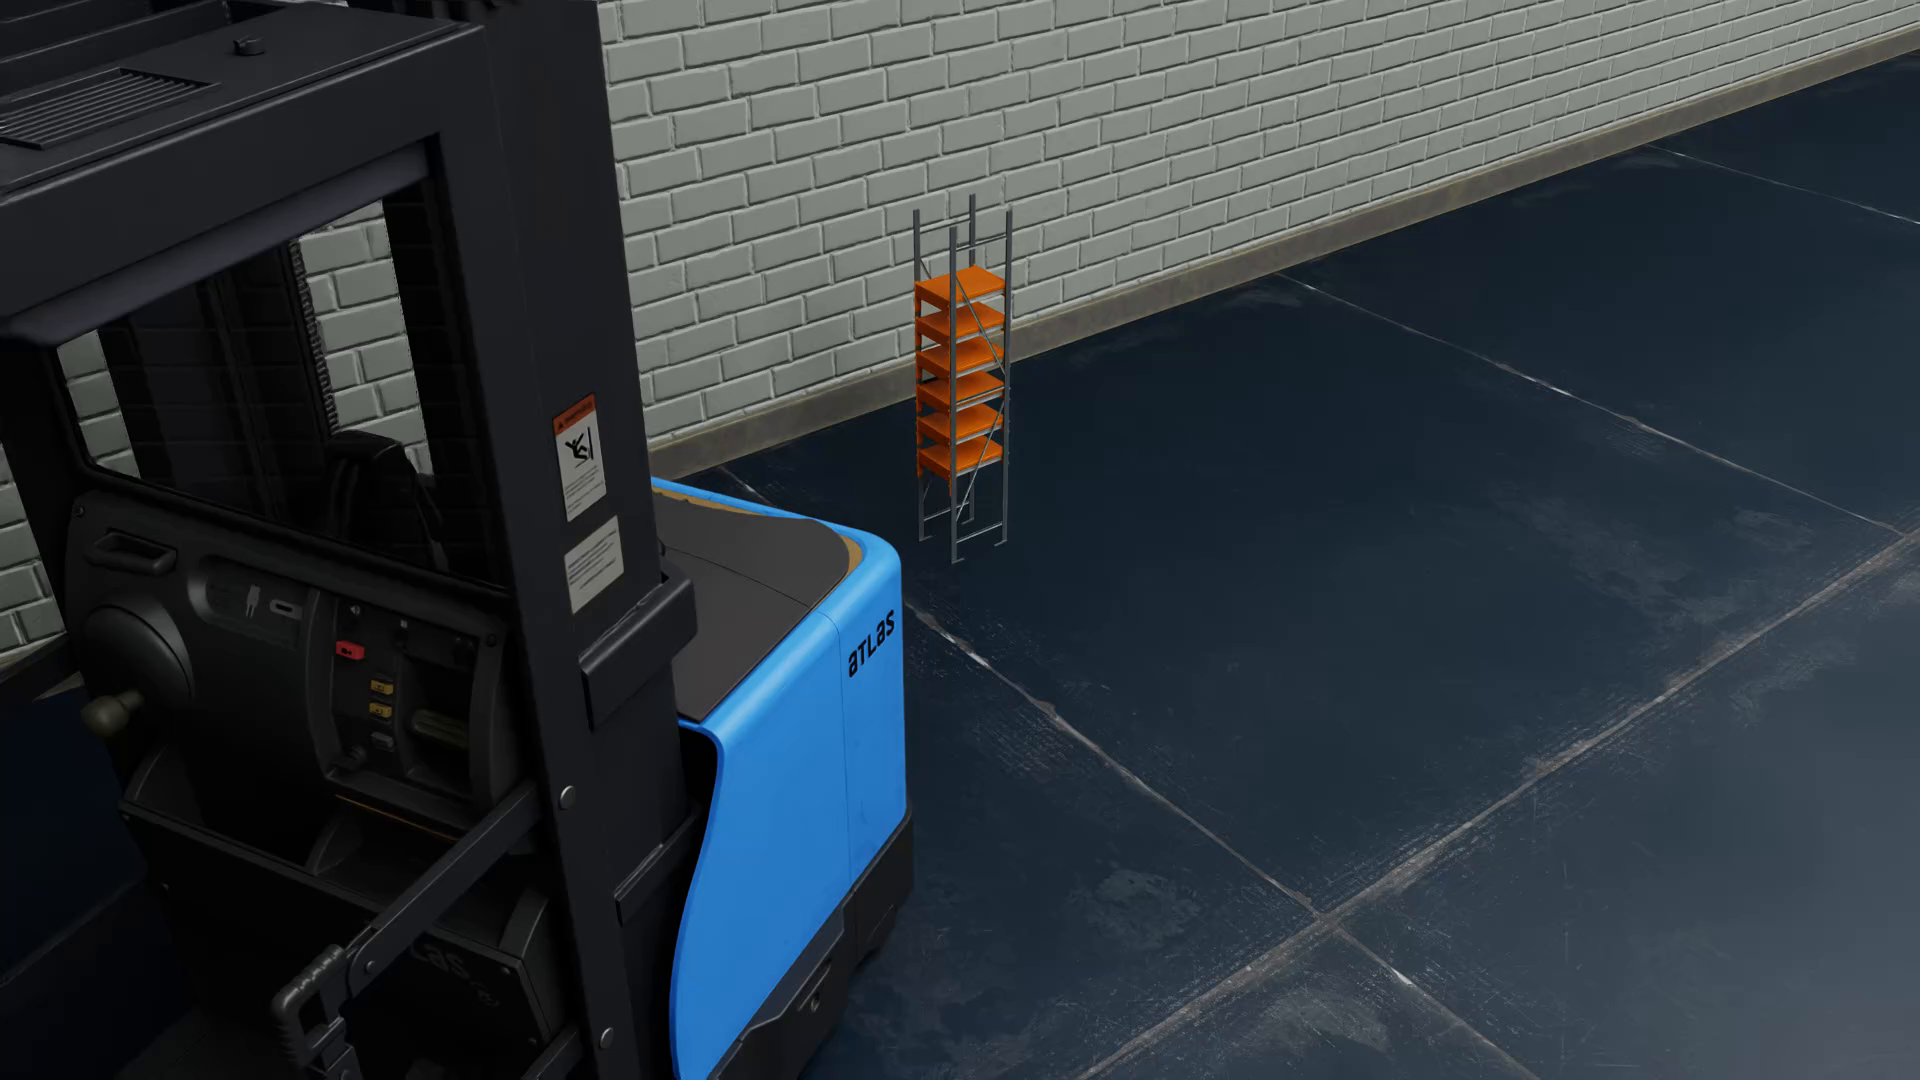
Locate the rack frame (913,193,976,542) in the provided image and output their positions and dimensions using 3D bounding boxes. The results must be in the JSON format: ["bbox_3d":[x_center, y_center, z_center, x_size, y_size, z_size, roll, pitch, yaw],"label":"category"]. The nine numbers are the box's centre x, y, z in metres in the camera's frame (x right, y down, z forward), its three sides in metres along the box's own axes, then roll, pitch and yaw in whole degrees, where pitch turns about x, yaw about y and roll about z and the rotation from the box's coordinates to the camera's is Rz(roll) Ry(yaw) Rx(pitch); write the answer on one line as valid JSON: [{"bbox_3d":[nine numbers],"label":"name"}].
[{"bbox_3d":[-0.047,-0.542,5.485,0.240,1.200,0.006,-22,38,-31],"label":"rack frame"}]

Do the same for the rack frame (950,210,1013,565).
[{"bbox_3d":[0.065,-0.466,5.362,0.240,1.200,0.006,-22,38,-31],"label":"rack frame"}]

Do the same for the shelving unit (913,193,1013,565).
[{"bbox_3d":[0.009,-0.504,5.424,0.258,1.200,0.189,-22,38,-31],"label":"shelving unit"}]

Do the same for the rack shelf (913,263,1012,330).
[{"bbox_3d":[0.009,-0.772,5.257,0.258,0.103,0.180,-22,38,-31],"label":"rack shelf"}]

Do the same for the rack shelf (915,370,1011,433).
[{"bbox_3d":[0.009,-0.466,5.447,0.258,0.103,0.180,-22,38,-31],"label":"rack shelf"}]

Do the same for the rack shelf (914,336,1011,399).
[{"bbox_3d":[0.009,-0.568,5.384,0.258,0.103,0.180,-22,38,-31],"label":"rack shelf"}]

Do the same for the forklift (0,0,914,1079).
[{"bbox_3d":[-1.210,0.255,2.562,1.130,2.935,3.031,14,35,22],"label":"forklift"}]

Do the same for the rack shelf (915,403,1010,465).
[{"bbox_3d":[0.009,-0.364,5.510,0.258,0.103,0.180,-22,38,-31],"label":"rack shelf"}]

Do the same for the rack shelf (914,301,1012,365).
[{"bbox_3d":[0.009,-0.670,5.321,0.258,0.103,0.180,-22,38,-31],"label":"rack shelf"}]

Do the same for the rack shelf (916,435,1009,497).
[{"bbox_3d":[0.009,-0.262,5.574,0.258,0.103,0.180,-22,38,-31],"label":"rack shelf"}]
